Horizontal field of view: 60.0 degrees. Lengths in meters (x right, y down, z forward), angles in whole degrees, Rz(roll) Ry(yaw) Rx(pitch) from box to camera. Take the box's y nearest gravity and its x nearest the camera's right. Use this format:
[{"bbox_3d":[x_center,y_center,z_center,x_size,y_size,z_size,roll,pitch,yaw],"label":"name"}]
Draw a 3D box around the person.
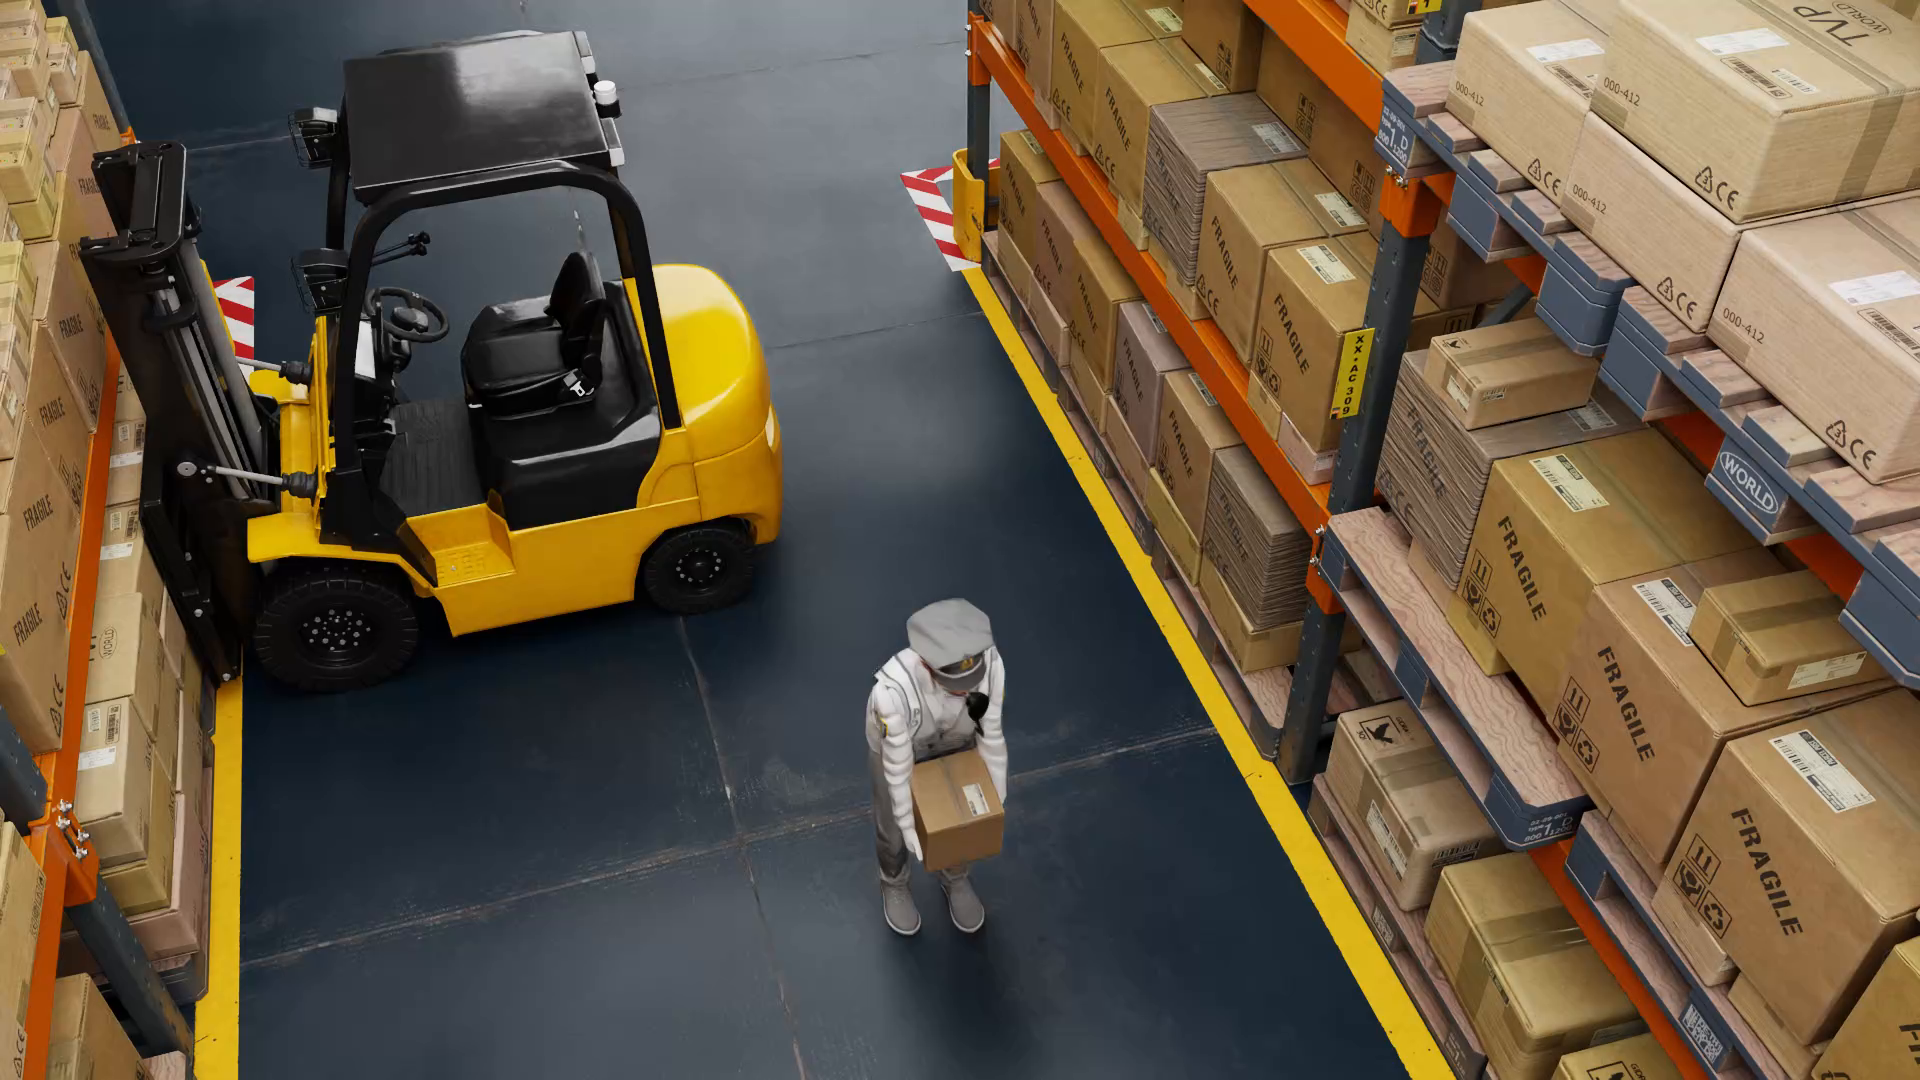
[{"bbox_3d":[-0.072,0.742,5.401,0.409,1.605,0.570,-13,44,-13],"label":"person"}]
